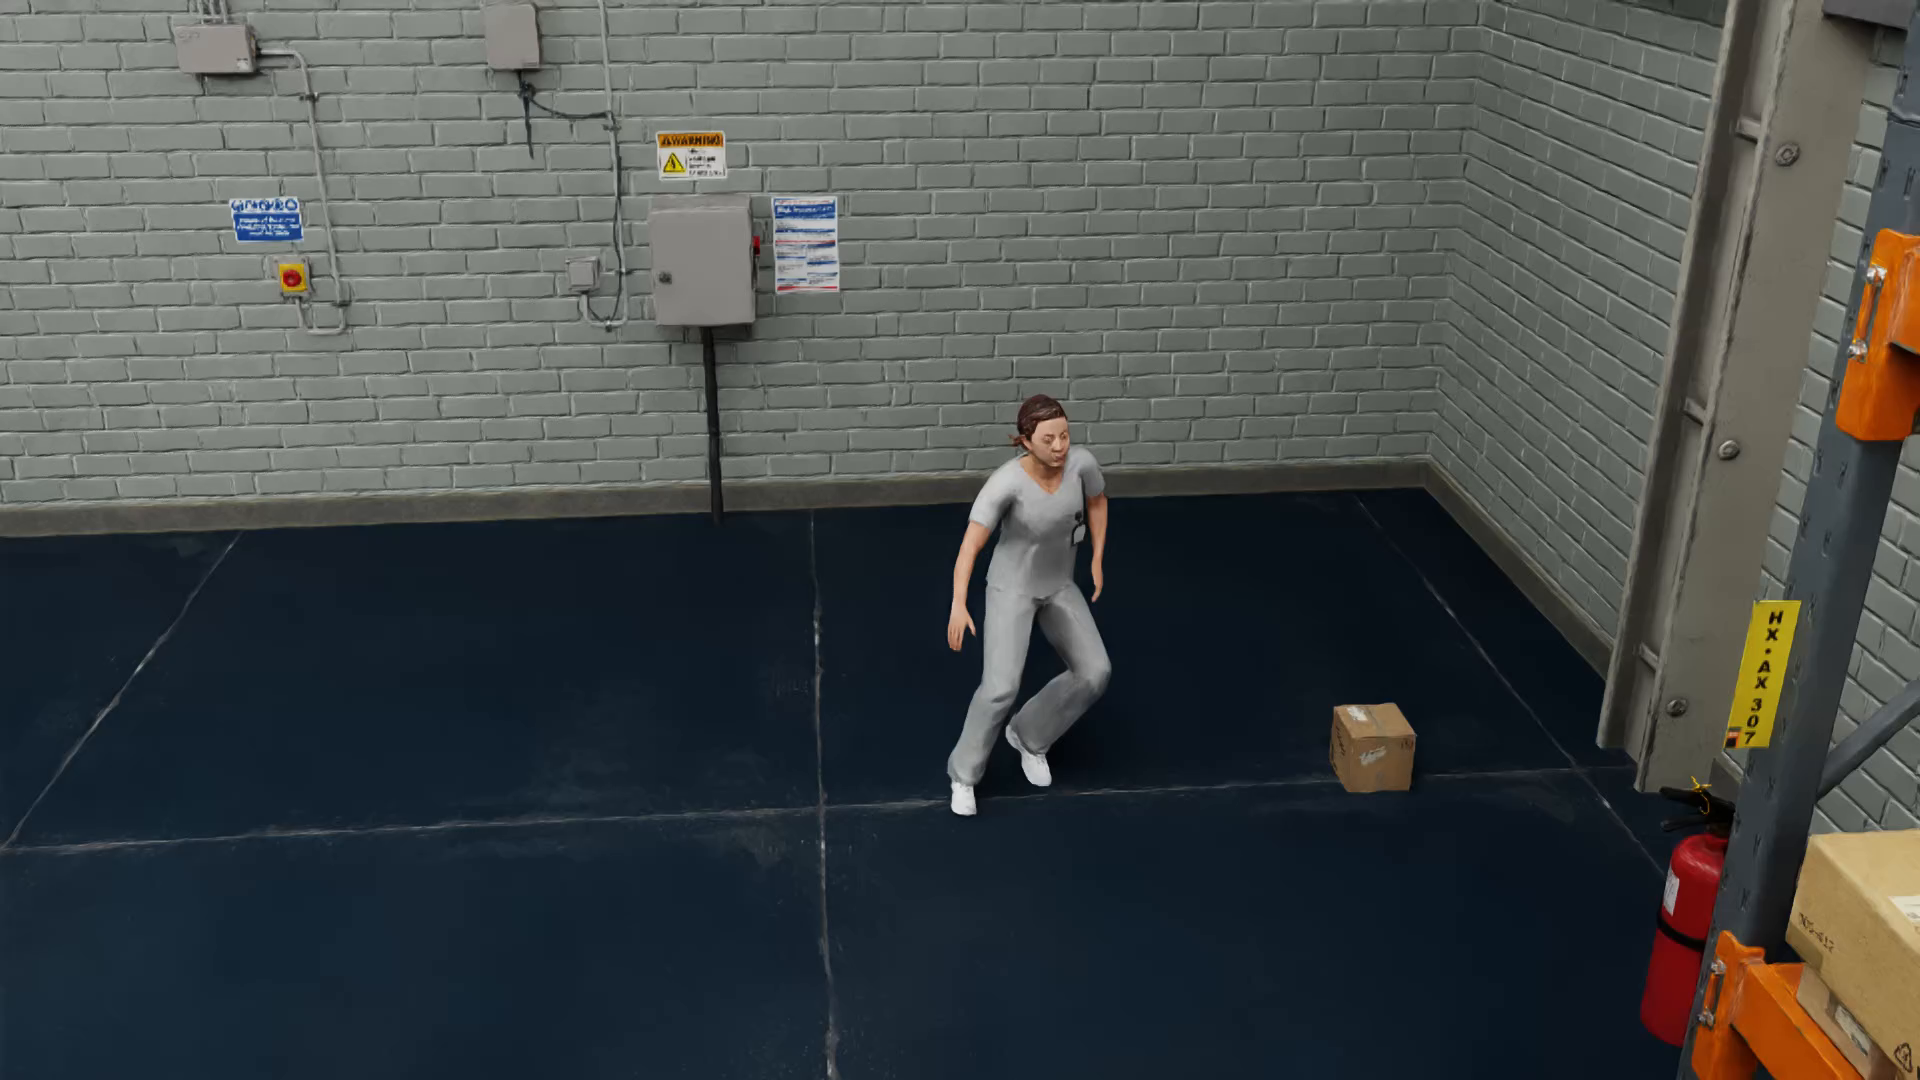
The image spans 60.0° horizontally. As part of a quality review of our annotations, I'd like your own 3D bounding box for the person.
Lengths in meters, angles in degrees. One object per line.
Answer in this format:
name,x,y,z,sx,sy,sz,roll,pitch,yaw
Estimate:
person,0.247,0.227,6.240,0.817,1.590,0.468,-14,28,-29
